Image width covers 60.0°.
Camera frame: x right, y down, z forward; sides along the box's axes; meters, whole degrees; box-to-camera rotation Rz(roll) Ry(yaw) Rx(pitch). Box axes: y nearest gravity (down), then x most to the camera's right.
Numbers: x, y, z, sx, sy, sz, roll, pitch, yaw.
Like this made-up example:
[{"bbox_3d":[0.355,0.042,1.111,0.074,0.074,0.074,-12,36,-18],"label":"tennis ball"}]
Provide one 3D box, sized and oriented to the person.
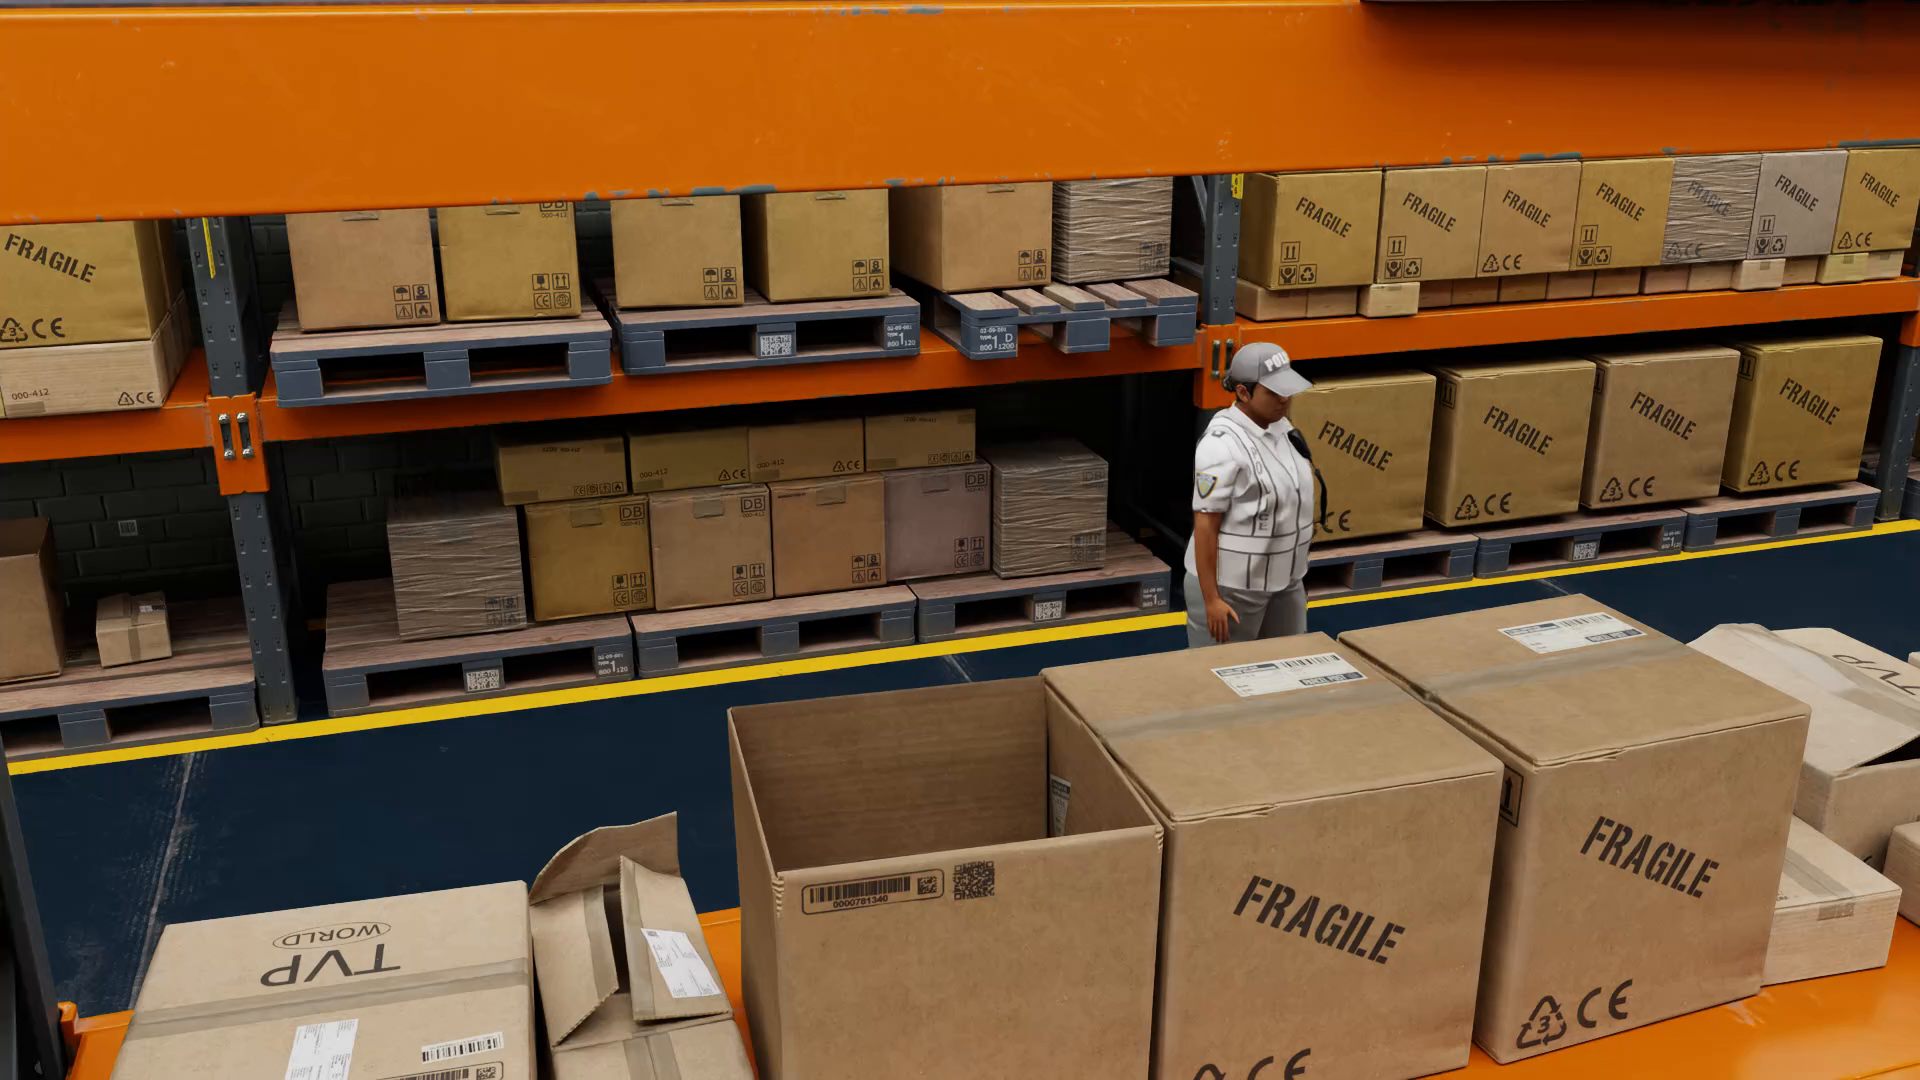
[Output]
[{"bbox_3d":[1.032,0.158,5.594,0.538,1.663,0.504,17,25,39],"label":"person"}]
